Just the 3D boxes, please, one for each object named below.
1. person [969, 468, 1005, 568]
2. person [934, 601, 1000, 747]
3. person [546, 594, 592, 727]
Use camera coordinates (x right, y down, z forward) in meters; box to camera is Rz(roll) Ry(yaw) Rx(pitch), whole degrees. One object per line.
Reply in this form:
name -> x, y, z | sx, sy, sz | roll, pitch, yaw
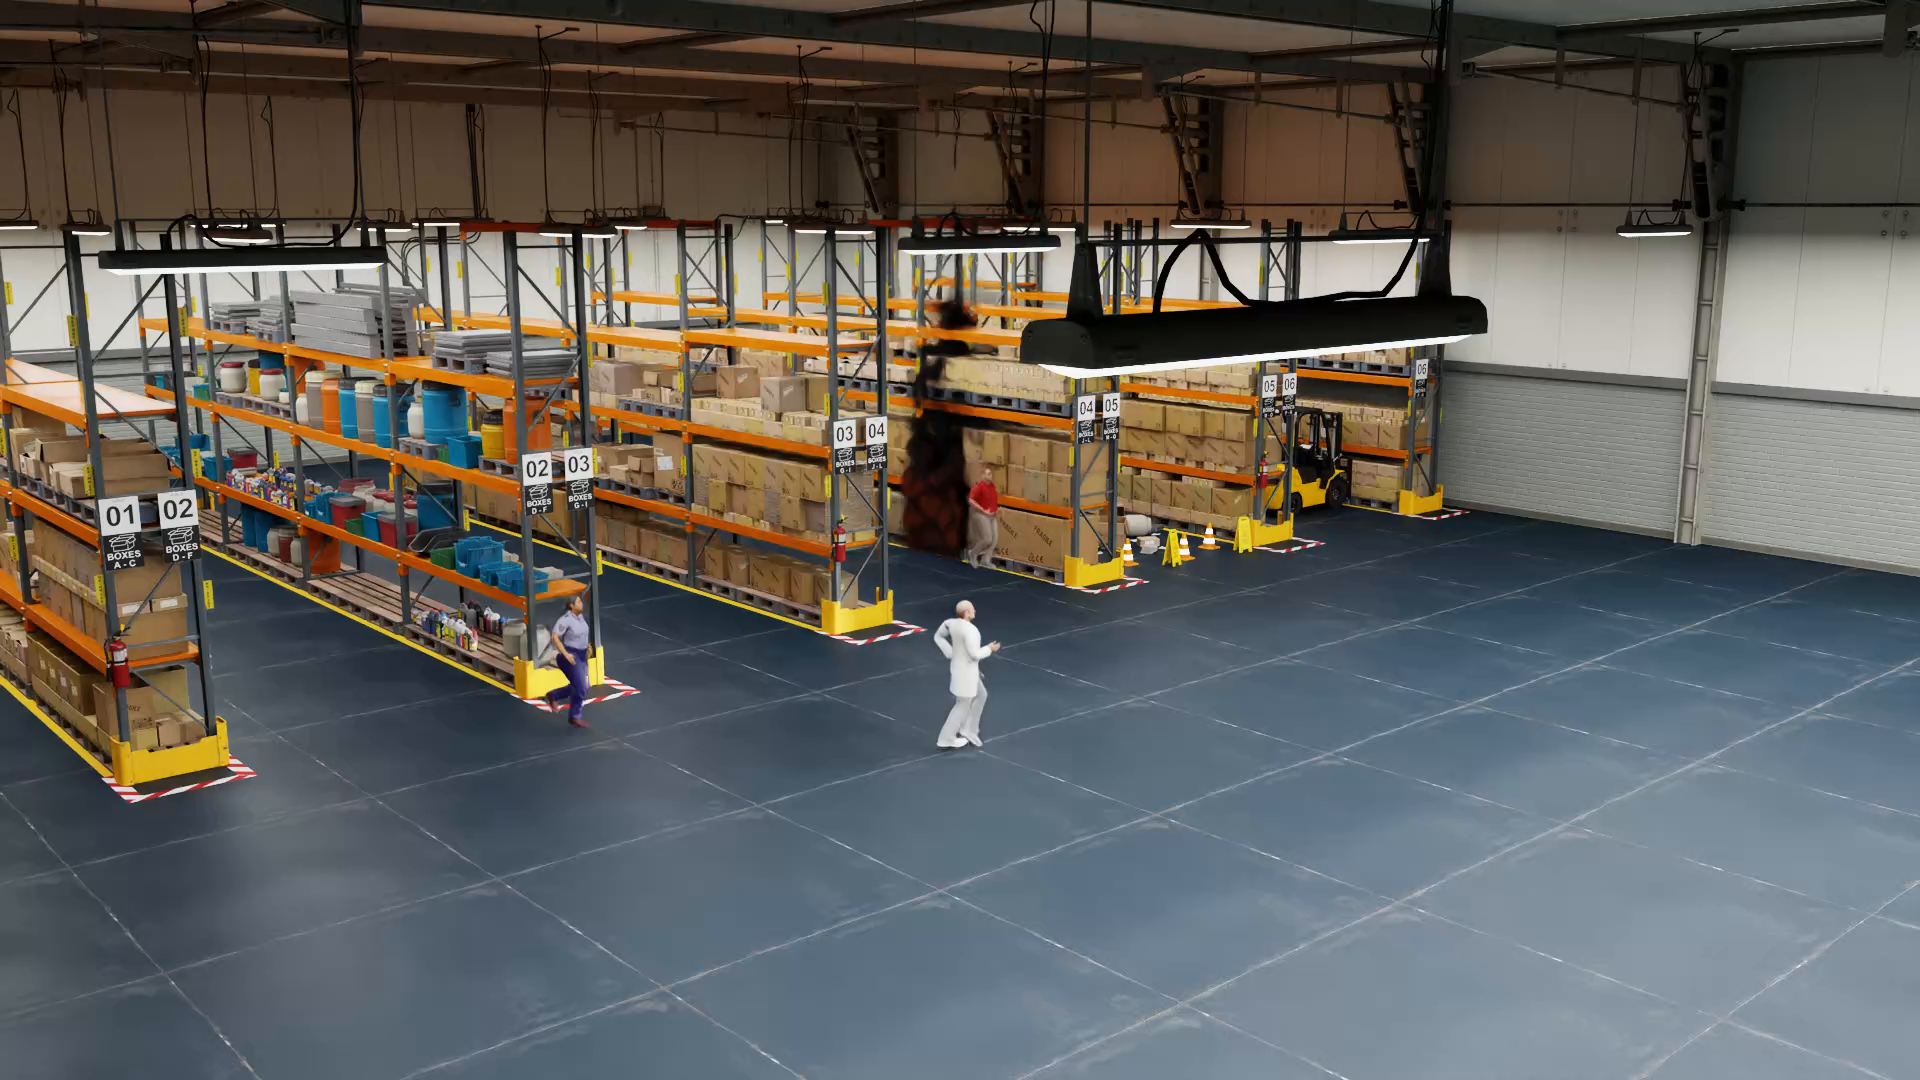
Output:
person -> 0.440, -0.359, 27.964 | 0.523, 1.714, 0.649 | 8, 14, 36
person -> 0.078, 1.596, 19.542 | 0.773, 1.825, 0.698 | -4, 12, -19
person -> -4.844, 1.476, 20.634 | 0.648, 1.613, 0.643 | 3, 12, 14
